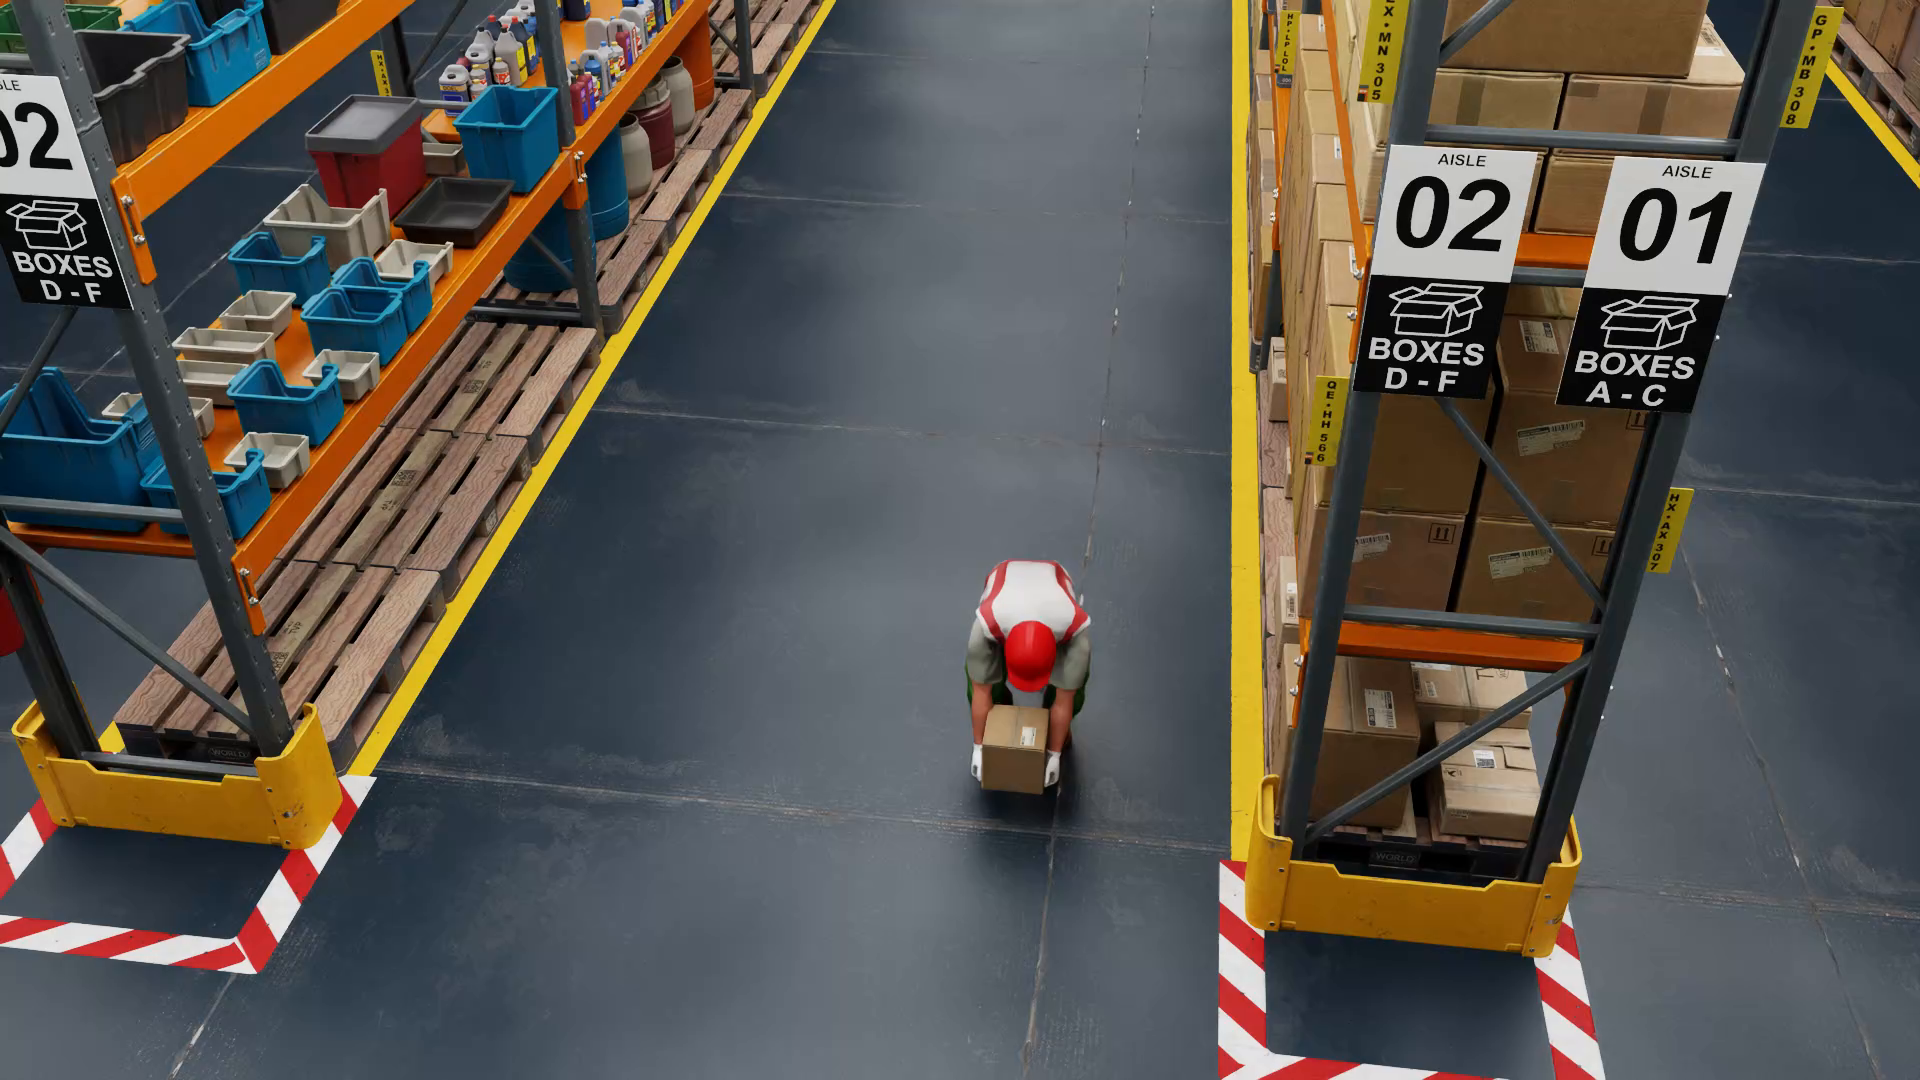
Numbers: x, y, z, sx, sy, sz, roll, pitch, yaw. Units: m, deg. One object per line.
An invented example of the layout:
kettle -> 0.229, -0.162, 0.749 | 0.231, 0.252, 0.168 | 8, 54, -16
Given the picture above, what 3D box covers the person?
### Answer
person -> 0.281, 0.528, 6.981 | 0.530, 0.984, 0.923 | 3, 36, 5
